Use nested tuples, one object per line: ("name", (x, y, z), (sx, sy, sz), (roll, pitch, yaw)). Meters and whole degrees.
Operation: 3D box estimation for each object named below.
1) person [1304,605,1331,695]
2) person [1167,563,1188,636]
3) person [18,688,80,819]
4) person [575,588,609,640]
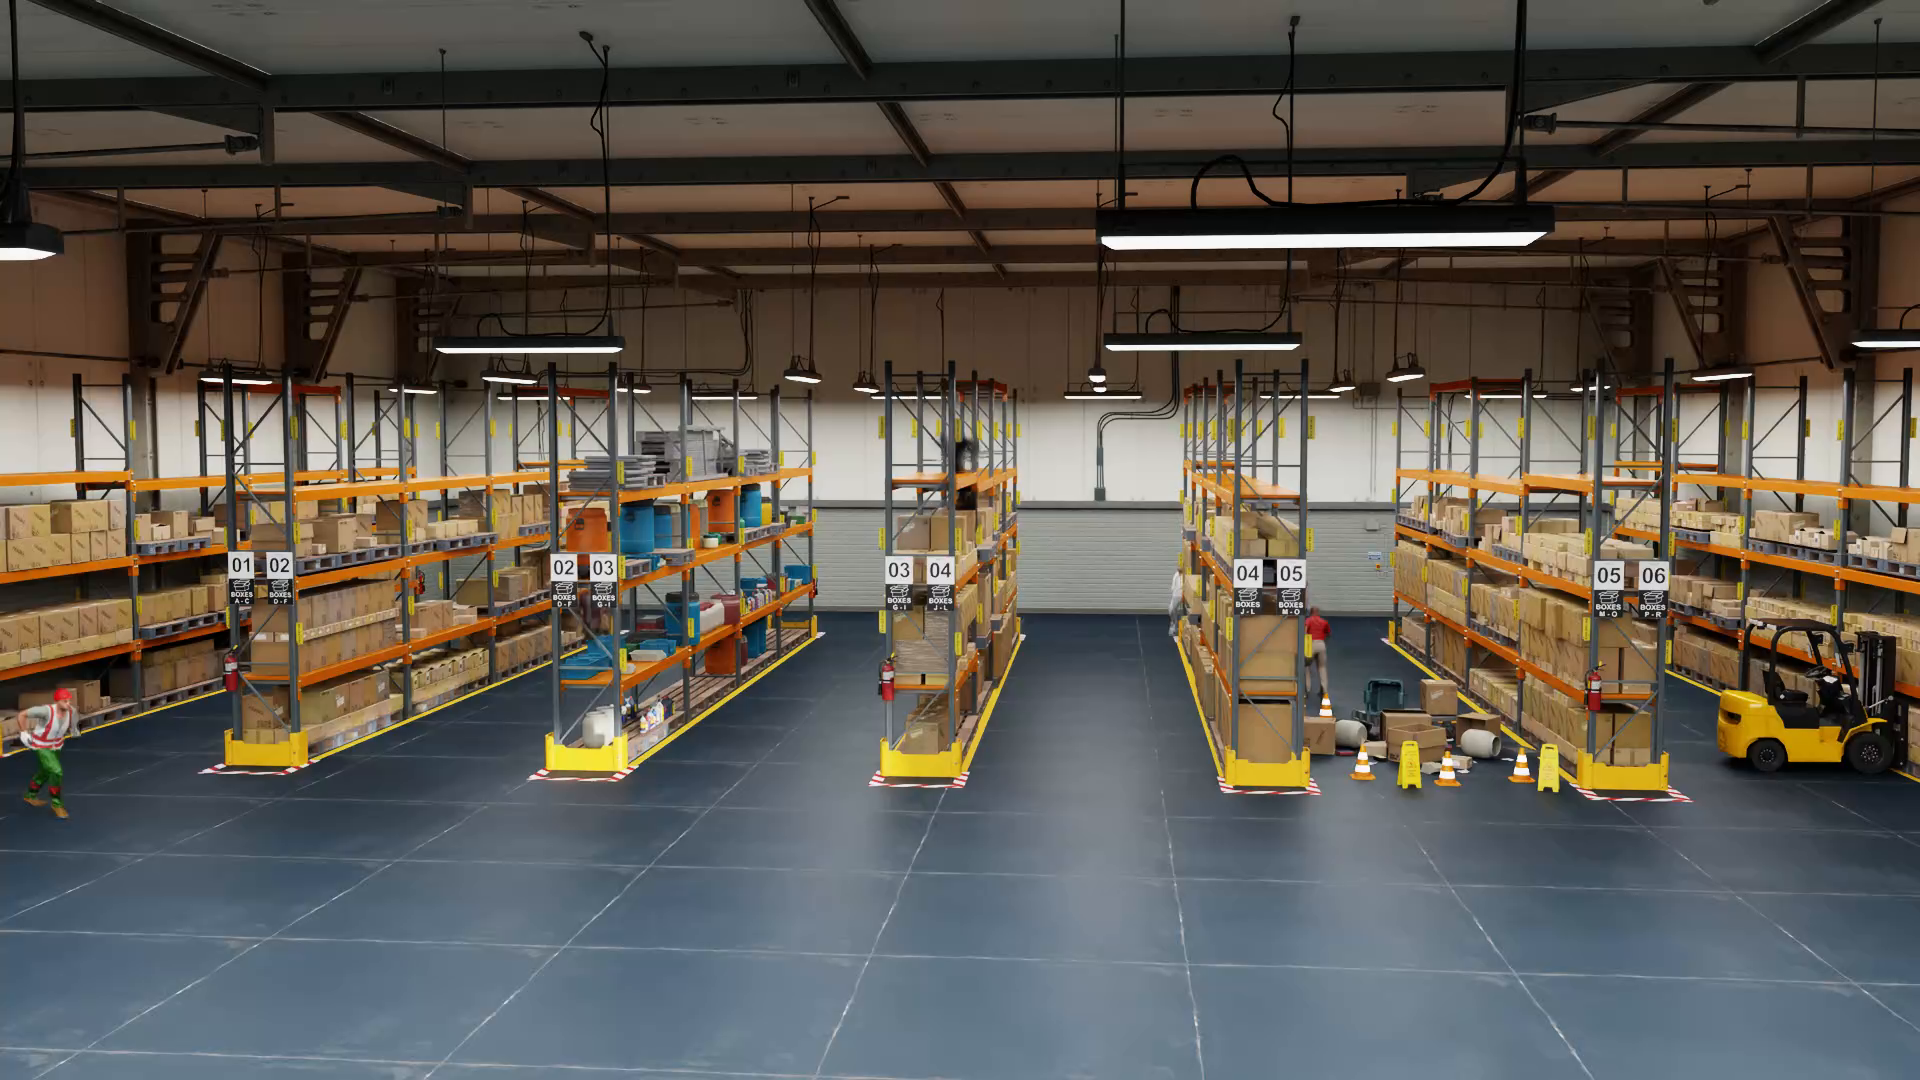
("person", (6.694, 2.100, 31.328), (0.670, 1.707, 0.998), (0, 4, -2))
("person", (5.434, 1.436, 40.729), (0.809, 1.849, 0.668), (-3, 5, -35))
("person", (-11.882, 2.766, 21.605), (1.026, 1.730, 0.713), (2, 4, 27))
("person", (-7.952, 1.766, 35.799), (0.660, 1.771, 0.828), (0, 4, 6))
